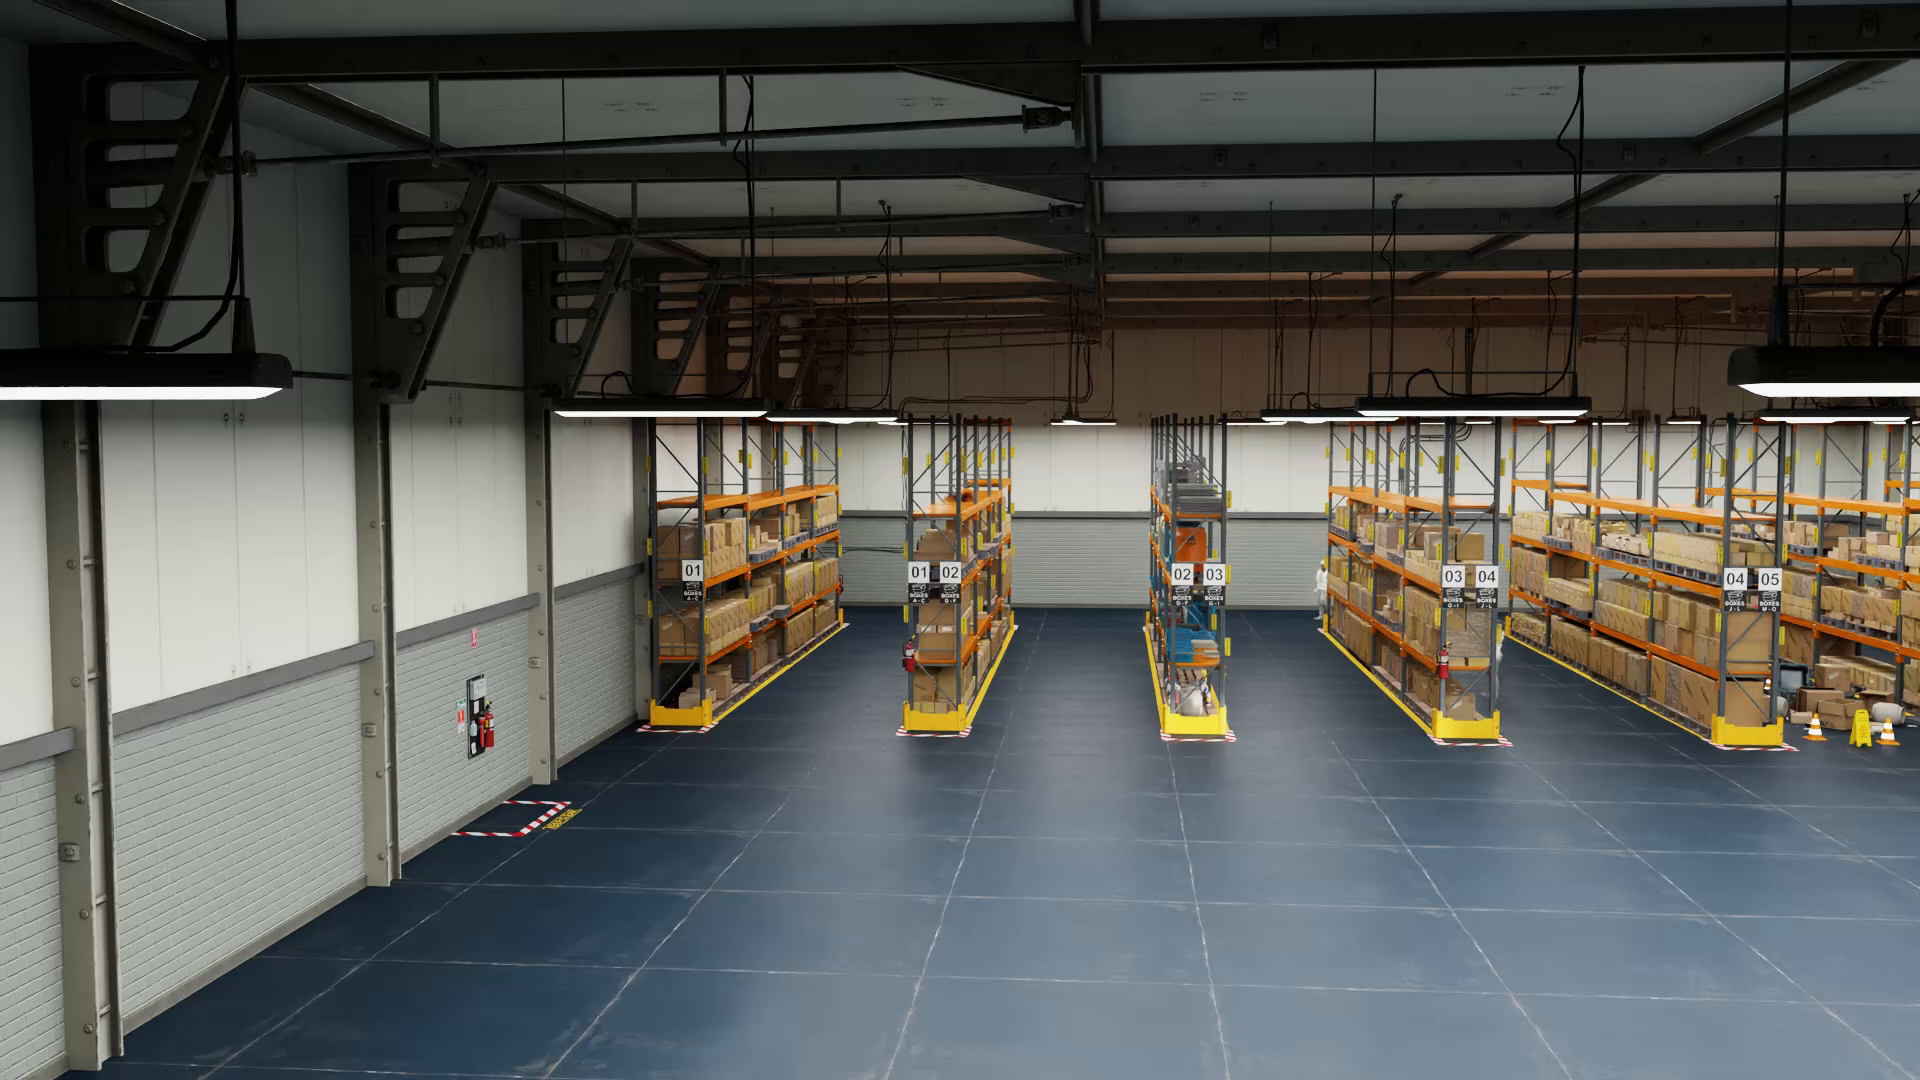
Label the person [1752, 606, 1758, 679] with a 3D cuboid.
[{"bbox_3d":[17.470,2.340,36.896,0.508,1.789,0.596,3,5,42],"label":"person"}]

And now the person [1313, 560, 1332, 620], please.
[{"bbox_3d":[10.794,1.490,49.433,0.491,1.781,0.548,-2,5,-32],"label":"person"}]

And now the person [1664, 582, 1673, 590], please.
[{"bbox_3d":[18.443,1.890,43.533,0.502,1.771,0.637,1,4,18],"label":"person"}]

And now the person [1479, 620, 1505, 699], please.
[{"bbox_3d":[11.292,2.508,35.261,0.499,1.685,0.540,1,4,18],"label":"person"}]
